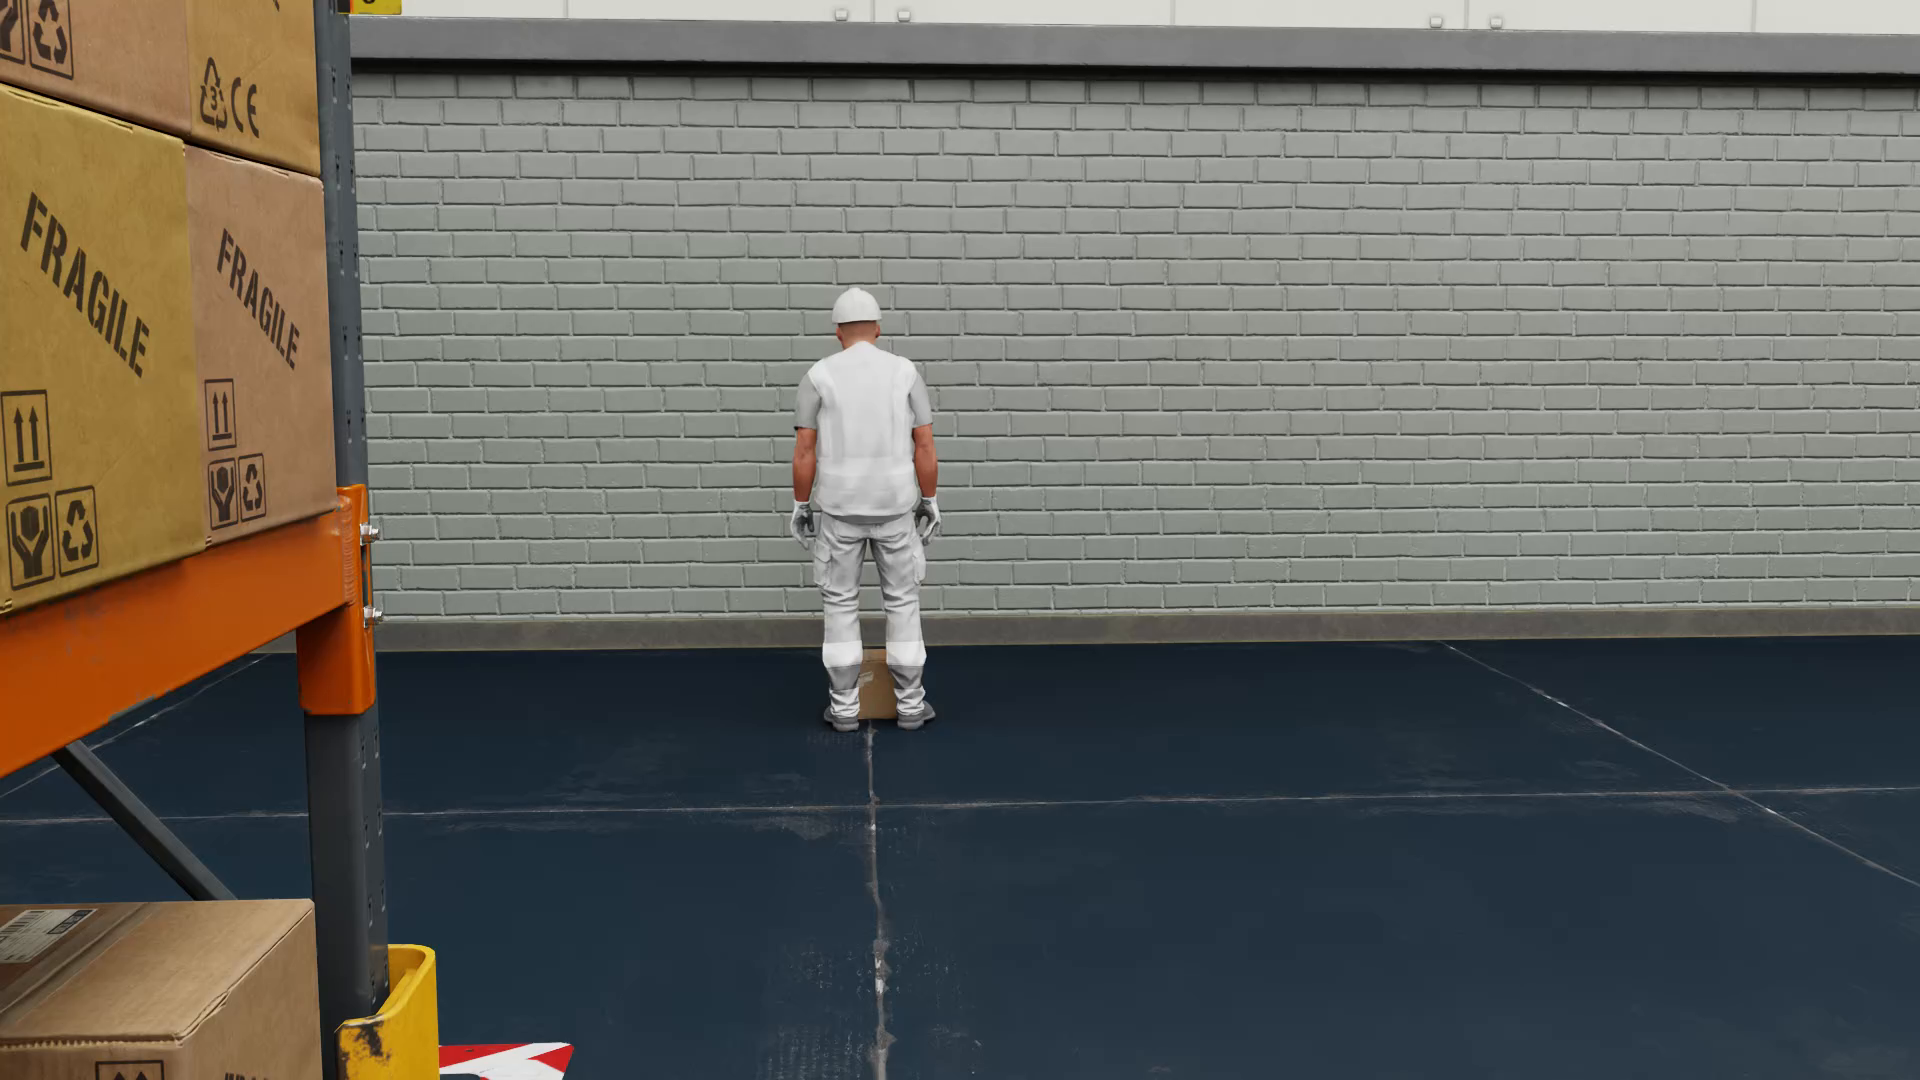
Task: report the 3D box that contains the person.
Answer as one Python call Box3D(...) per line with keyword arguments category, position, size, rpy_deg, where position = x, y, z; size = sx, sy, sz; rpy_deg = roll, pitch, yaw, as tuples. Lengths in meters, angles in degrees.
Box3D(category="person", position=(-0.381, -0.123, 6.715), size=(0.612, 1.778, 0.451), rpy_deg=(-1, 7, -7))
